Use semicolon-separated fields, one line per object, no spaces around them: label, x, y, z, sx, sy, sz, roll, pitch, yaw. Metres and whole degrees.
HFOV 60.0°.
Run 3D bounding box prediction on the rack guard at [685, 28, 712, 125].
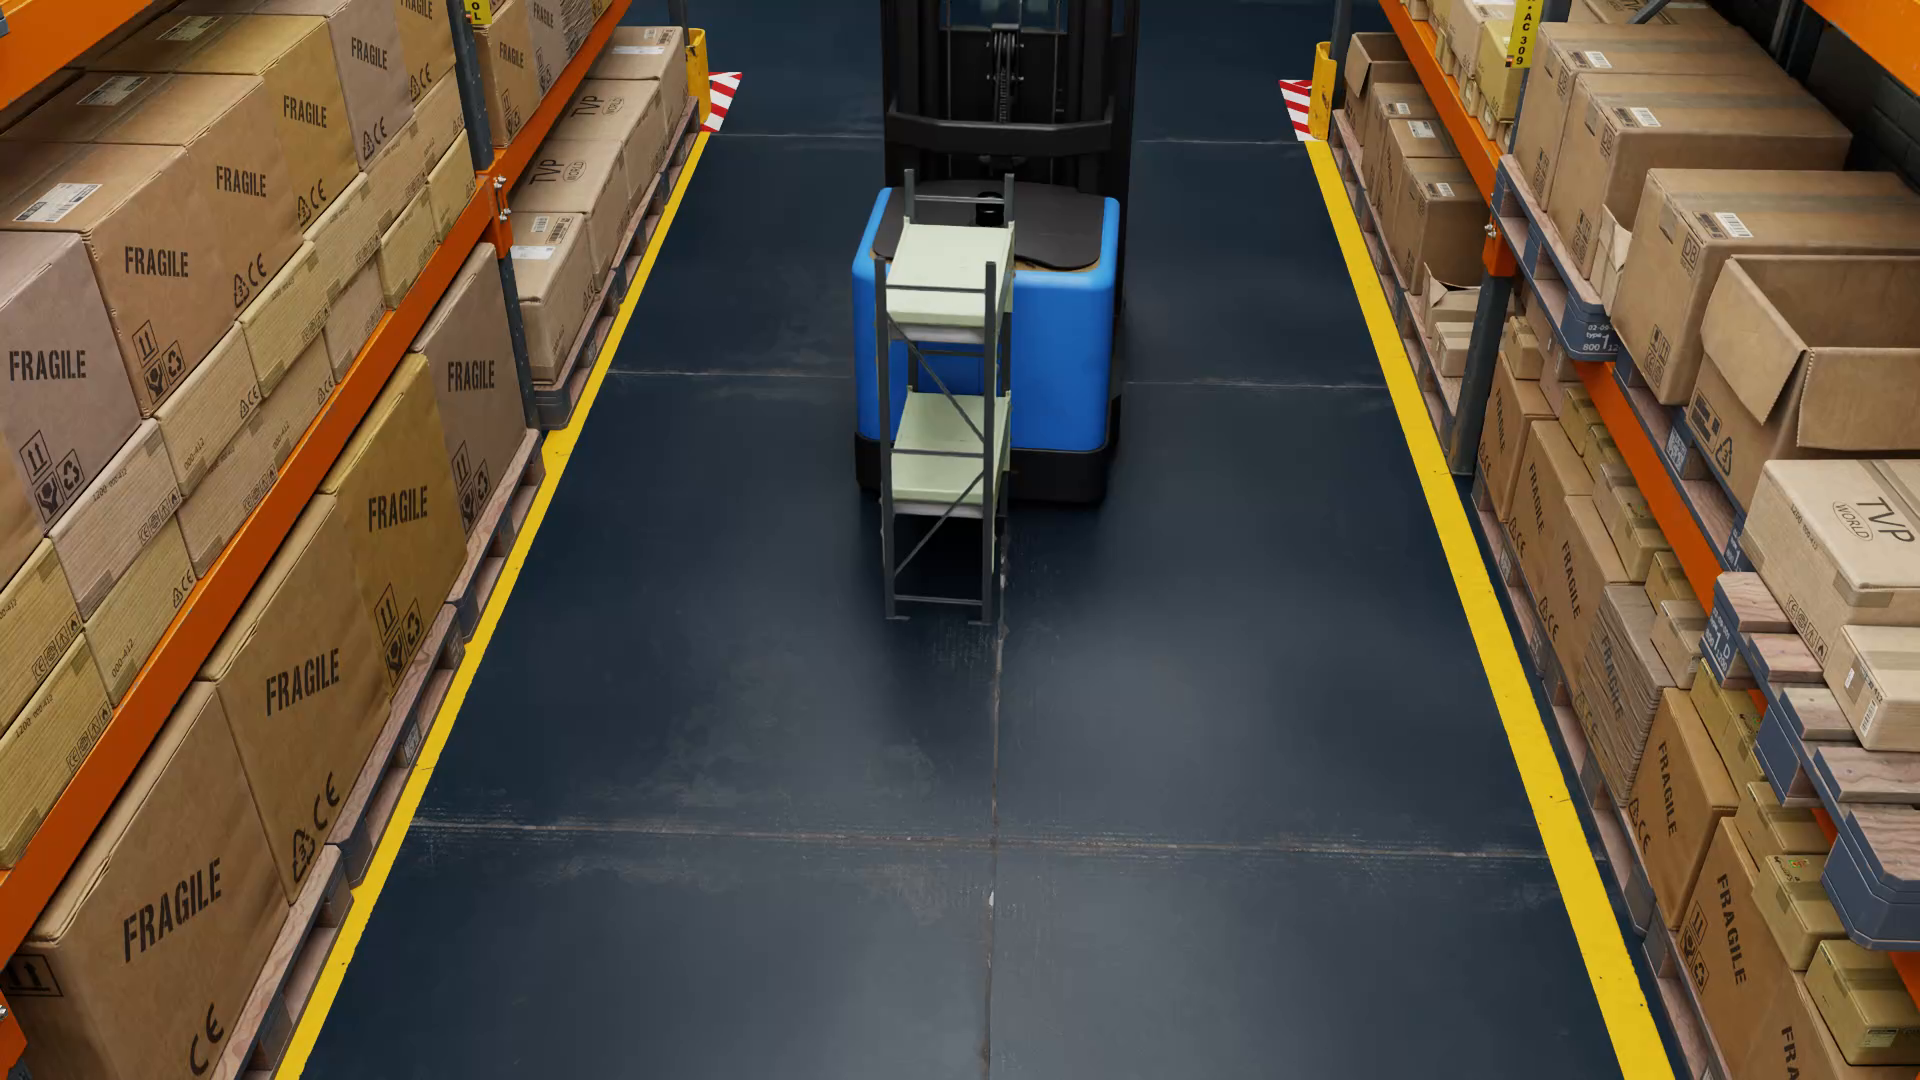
rack guard;-2.186;-2.925;10.478;1.175;0.500;0.348;1;35;2

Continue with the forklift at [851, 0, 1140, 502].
forklift;0.237;-2.186;7.312;1.130;2.935;3.031;4;35;5

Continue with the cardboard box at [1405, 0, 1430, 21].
cardboard box;2.394;-2.646;8.124;0.380;0.149;0.250;2;35;3

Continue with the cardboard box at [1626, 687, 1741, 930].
cardboard box;2.303;0.789;4.827;0.500;0.500;0.500;3;35;4

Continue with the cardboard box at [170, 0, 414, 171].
cardboard box;-2.128;-1.526;5.356;0.500;0.500;0.500;2;35;3

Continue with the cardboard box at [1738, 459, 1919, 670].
cardboard box;2.171;0.050;3.835;0.500;0.250;0.500;0;35;0

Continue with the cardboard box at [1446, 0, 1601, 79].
cardboard box;2.394;-2.170;7.101;0.500;0.250;0.500;1;35;2

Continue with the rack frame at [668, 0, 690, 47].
rack frame;-2.187;-3.934;9.739;1.000;3.000;0.127;1;35;2

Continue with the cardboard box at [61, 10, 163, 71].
cardboard box;-2.668;-1.259;4.976;0.500;0.500;0.500;1;35;1

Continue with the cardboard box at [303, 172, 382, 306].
cardboard box;-2.150;-0.935;5.168;0.500;0.250;0.500;2;35;3

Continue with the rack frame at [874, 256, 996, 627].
rack frame;-0.082;-0.303;5.877;0.400;1.500;0.023;4;35;5

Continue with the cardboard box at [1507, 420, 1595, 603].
cardboard box;2.356;-0.094;6.084;0.500;0.500;0.500;1;35;1

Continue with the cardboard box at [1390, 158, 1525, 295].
cardboard box;2.539;-1.535;8.134;0.700;0.500;0.500;0;35;0

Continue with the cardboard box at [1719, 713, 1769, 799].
cardboard box;2.309;0.612;4.515;0.380;0.149;0.250;2;35;3

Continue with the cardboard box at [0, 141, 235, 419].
cardboard box;-2.198;-0.648;4.107;0.500;0.500;0.500;2;35;3

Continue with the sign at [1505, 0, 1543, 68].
sign;2.070;-1.886;6.072;0.100;0.325;0.005;1;35;2

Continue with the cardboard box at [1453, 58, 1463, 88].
cardboard box;2.385;-2.060;7.291;0.380;0.149;0.250;2;35;3

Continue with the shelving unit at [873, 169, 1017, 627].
shelving unit;-0.042;-0.512;6.174;0.431;1.500;0.755;4;35;5

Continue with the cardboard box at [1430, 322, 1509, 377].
cardboard box;2.341;-0.856;7.473;0.380;0.149;0.250;0;35;0

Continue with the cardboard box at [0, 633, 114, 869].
cardboard box;-2.237;0.448;3.634;0.500;0.250;0.500;1;35;1

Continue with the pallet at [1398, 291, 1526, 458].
pallet;2.641;-0.777;7.673;1.003;0.211;1.213;1;35;2

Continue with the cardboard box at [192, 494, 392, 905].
cardboard box;-2.357;0.452;4.981;0.875;0.875;0.875;2;35;2

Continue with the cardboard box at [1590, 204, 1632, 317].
cardboard box;2.173;-0.851;5.104;0.396;0.266;0.258;3;35;4

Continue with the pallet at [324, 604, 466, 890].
pallet;-2.349;0.653;5.638;1.003;0.211;1.213;1;35;2

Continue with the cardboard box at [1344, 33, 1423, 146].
cardboard box;2.654;-2.623;9.679;0.797;0.503;0.637;0;35;0

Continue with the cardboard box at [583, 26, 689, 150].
cardboard box;-2.113;-2.676;9.813;0.875;0.438;0.875;0;35;0

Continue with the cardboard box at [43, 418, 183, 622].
cardboard box;-2.219;-0.064;3.927;0.500;0.250;0.500;2;35;3

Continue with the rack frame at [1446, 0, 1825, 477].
rack frame;2.612;-1.524;6.309;1.000;3.000;0.127;1;35;2

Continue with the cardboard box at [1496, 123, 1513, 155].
cardboard box;2.373;-1.610;6.651;0.380;0.149;0.250;2;35;3

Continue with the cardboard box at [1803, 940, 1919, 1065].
cardboard box;2.218;1.070;3.863;0.380;0.149;0.250;0;35;0

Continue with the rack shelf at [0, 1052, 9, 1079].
rack shelf;-2.589;2.105;1.771;1.077;0.370;4.000;1;35;2

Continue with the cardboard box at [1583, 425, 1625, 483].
cardboard box;2.402;-0.272;5.773;0.380;0.149;0.250;1;35;1

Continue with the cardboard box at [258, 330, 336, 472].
cardboard box;-2.191;-0.432;4.887;0.500;0.250;0.500;1;35;2

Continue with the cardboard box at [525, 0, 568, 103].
cardboard box;-2.043;-2.230;7.227;0.500;0.500;0.500;2;35;2

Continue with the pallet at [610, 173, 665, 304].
pallet;-2.193;-1.633;8.890;1.003;0.211;1.213;1;35;2

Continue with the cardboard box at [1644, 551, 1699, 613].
cardboard box;2.360;0.169;5.145;0.380;0.149;0.250;1;35;2

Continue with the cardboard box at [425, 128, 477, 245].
cardboard box;-2.114;-1.311;6.138;0.500;0.250;0.500;1;35;1

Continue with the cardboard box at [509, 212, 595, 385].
cardboard box;-2.215;-1.118;7.595;0.875;0.438;0.875;1;35;1

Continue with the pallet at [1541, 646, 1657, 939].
pallet;2.571;0.788;5.445;1.003;0.211;1.213;1;35;2

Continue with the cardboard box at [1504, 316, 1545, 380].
cardboard box;2.332;-0.738;6.436;0.380;0.149;0.250;3;35;4

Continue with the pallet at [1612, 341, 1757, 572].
pallet;2.525;-0.264;4.685;1.003;0.211;1.213;1;35;2
